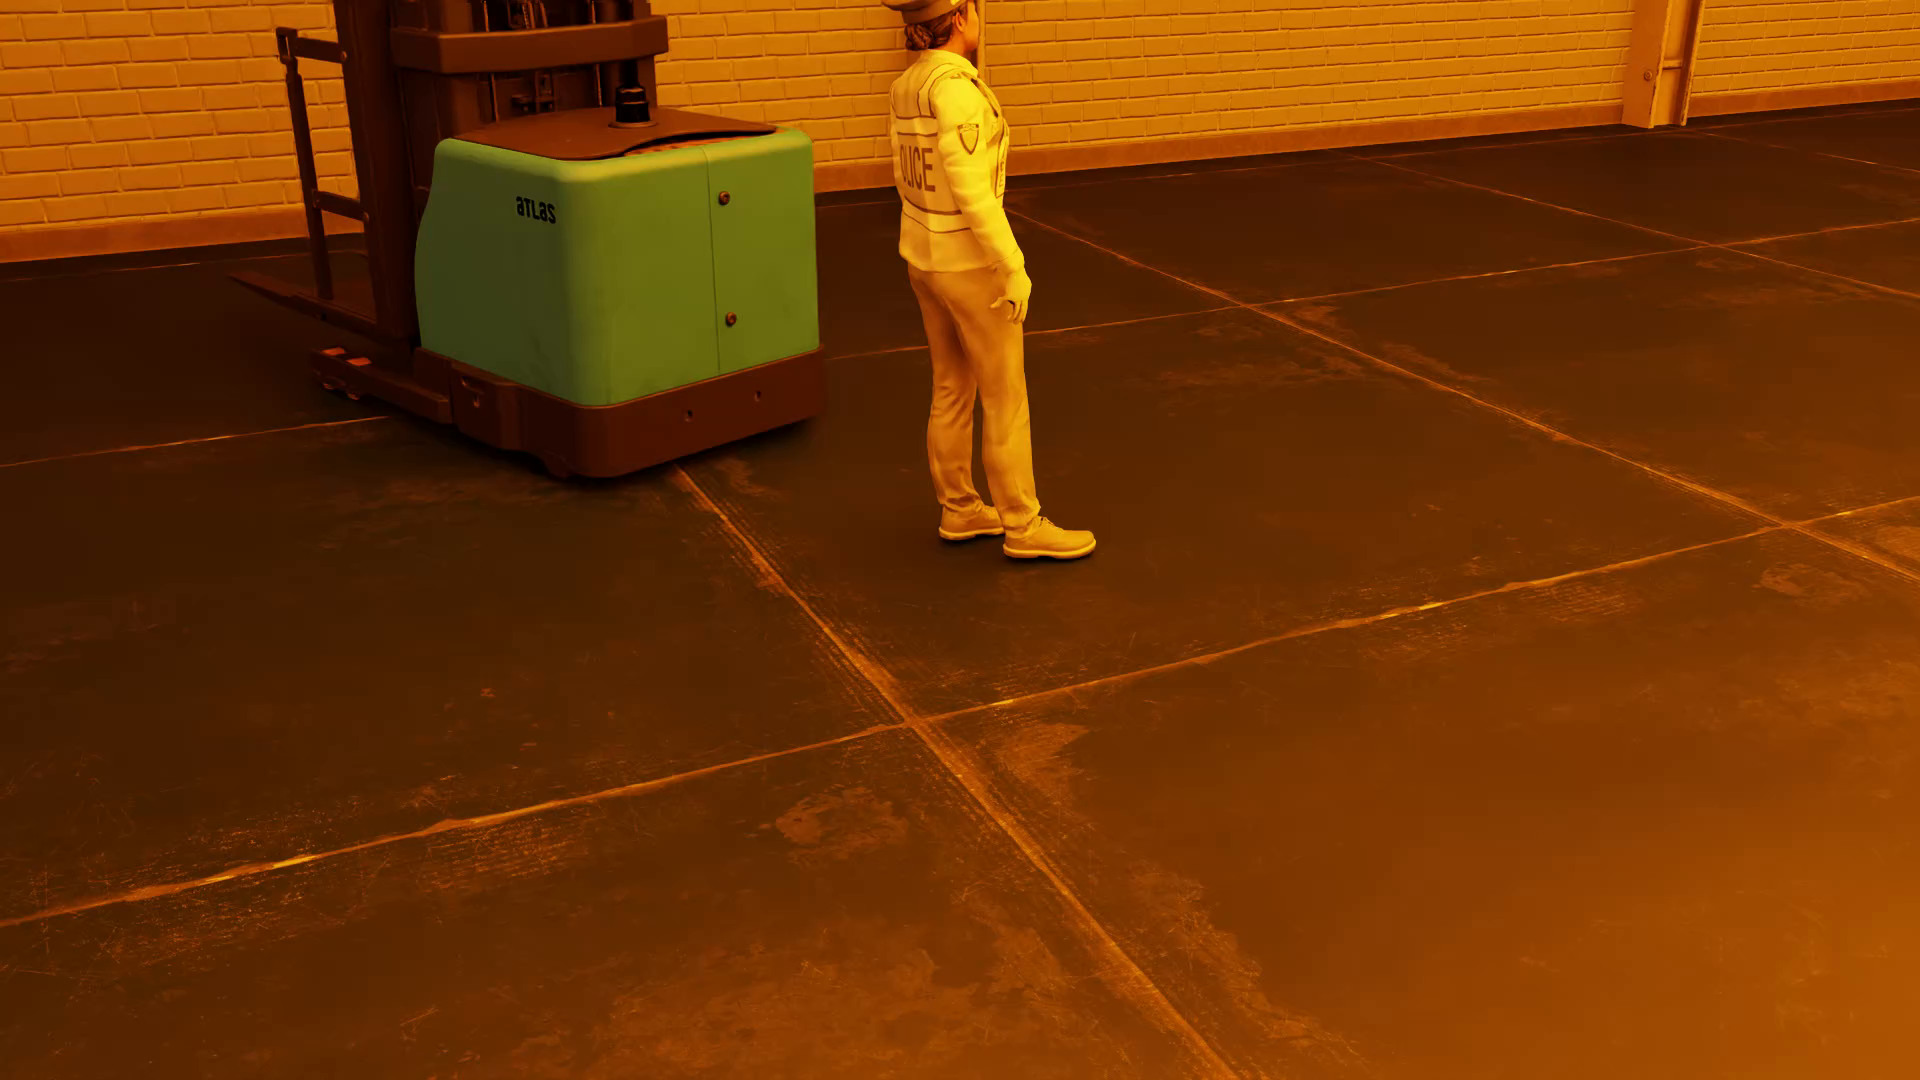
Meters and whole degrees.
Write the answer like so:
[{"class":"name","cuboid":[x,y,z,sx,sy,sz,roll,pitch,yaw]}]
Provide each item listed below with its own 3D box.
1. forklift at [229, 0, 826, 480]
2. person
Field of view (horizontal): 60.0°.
[{"class":"forklift","cuboid":[-1.906,-2.017,6.141,3.031,2.935,1.130,20,30,39]},{"class":"person","cuboid":[0.066,-0.798,4.801,0.529,1.694,0.587,-10,25,-23]}]
